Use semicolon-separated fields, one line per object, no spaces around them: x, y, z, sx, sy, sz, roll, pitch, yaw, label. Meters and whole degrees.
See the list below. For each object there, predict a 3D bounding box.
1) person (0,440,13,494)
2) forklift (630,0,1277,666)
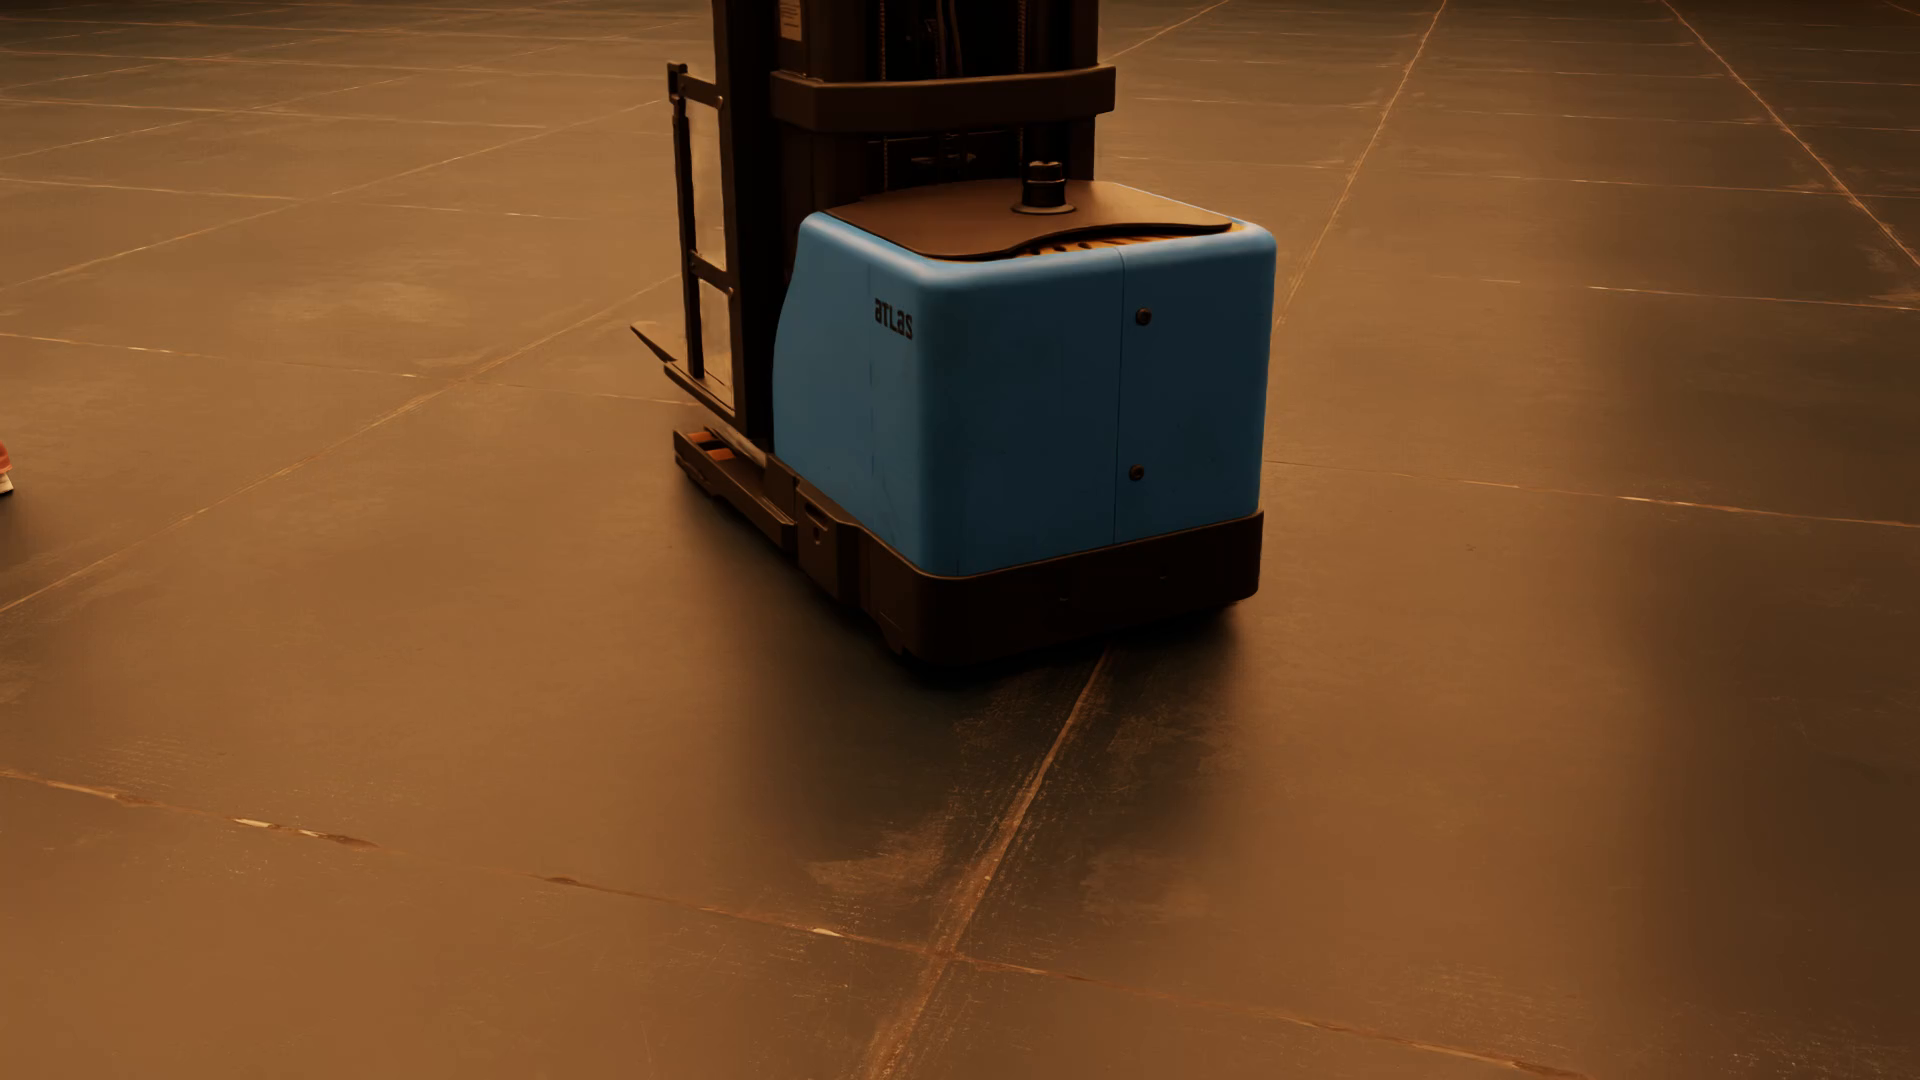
-3.269;-0.876;5.053;0.364;1.671;0.506;1;22;4;person
-0.308;-1.562;5.062;1.130;2.935;3.031;-11;25;-26;forklift
